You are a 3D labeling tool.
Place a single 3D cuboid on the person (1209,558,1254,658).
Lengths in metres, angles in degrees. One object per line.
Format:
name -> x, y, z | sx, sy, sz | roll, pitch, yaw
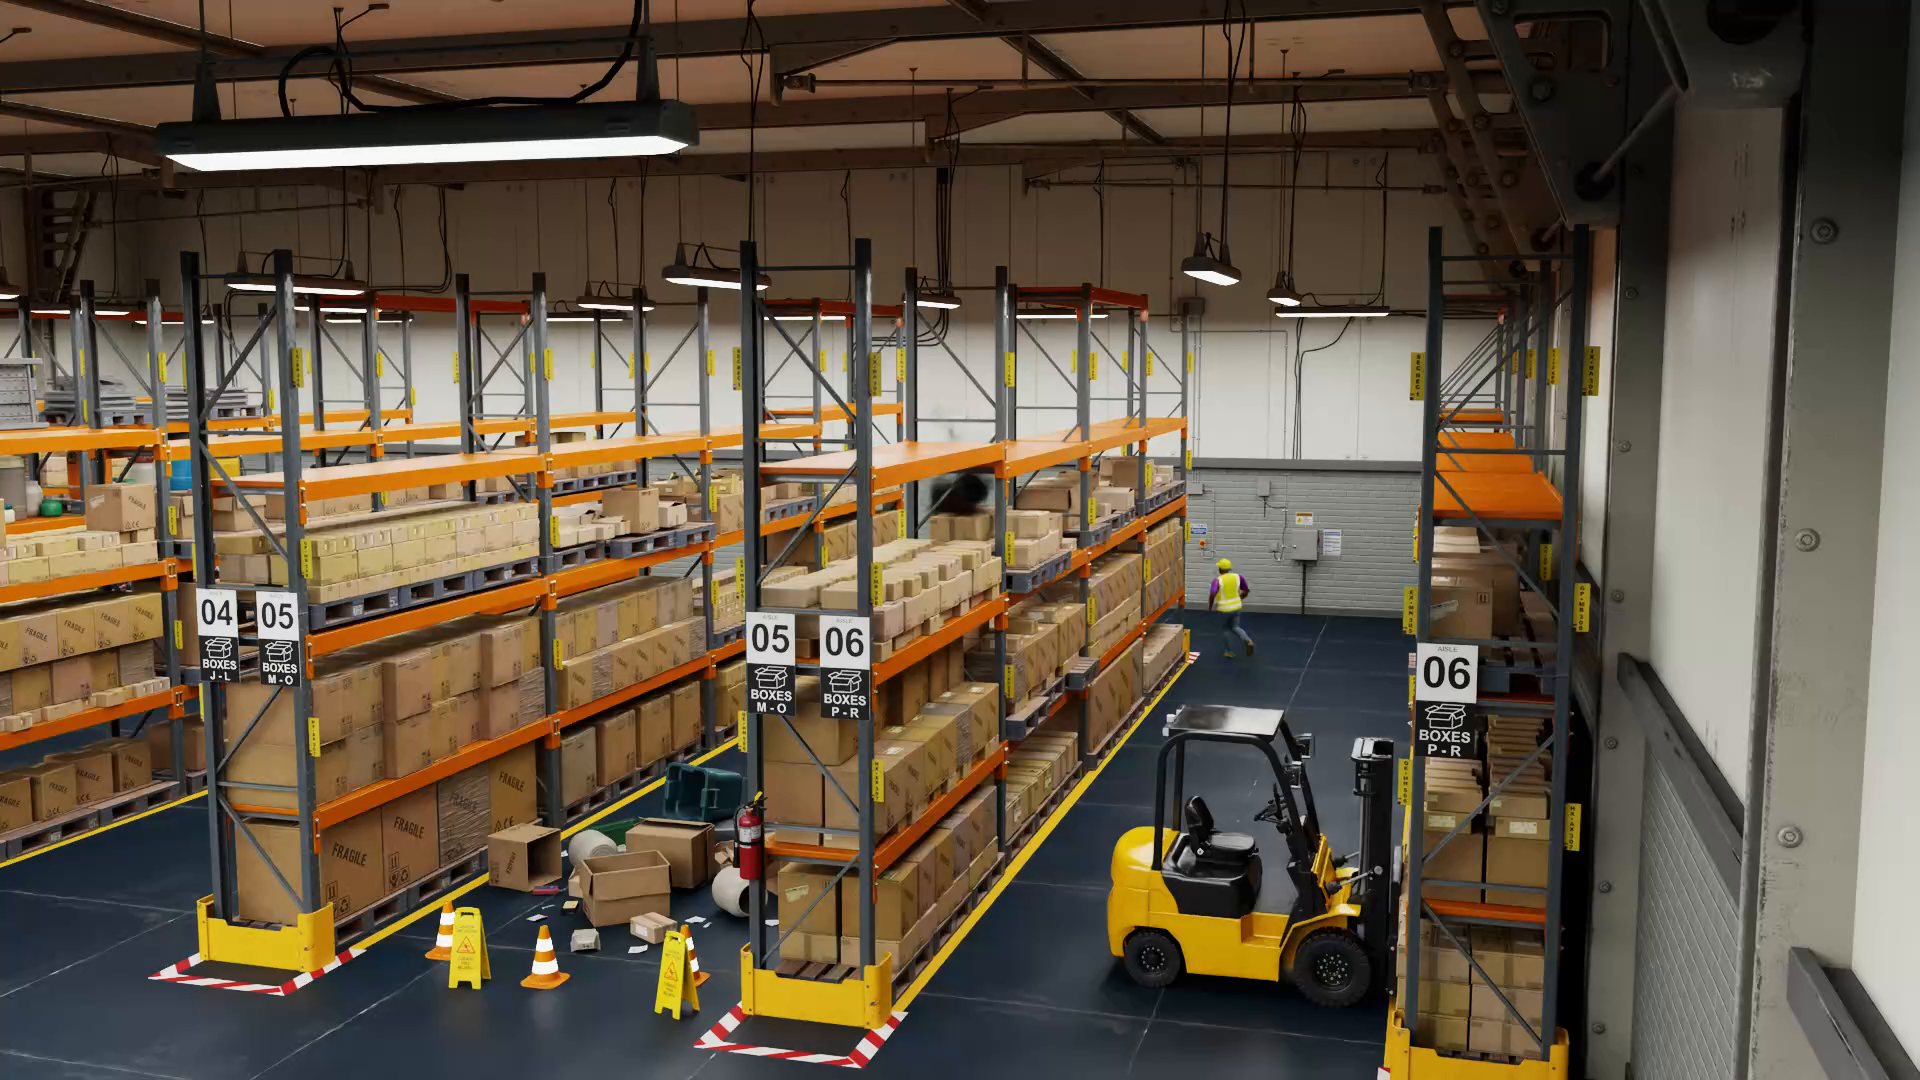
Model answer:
person -> 4.526, 1.168, 28.120 | 0.750, 1.722, 0.724 | -3, 7, -22
